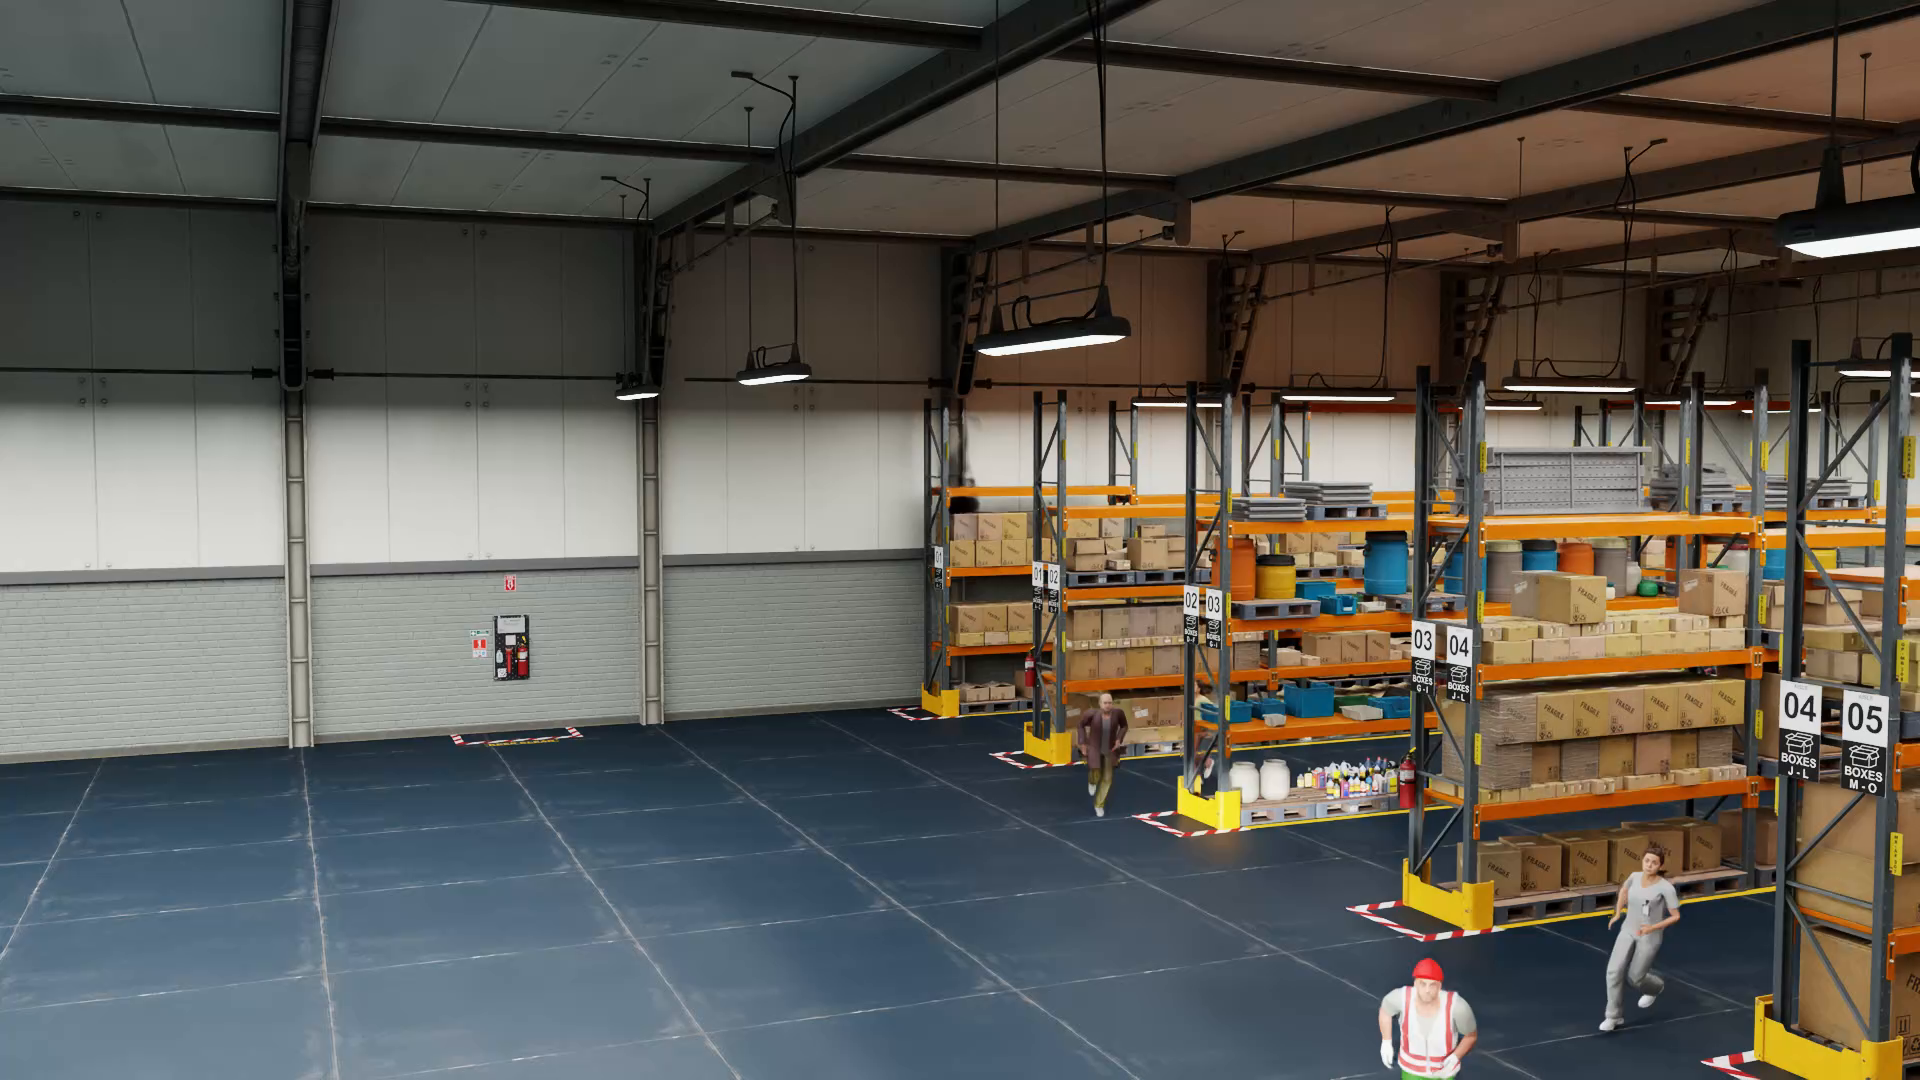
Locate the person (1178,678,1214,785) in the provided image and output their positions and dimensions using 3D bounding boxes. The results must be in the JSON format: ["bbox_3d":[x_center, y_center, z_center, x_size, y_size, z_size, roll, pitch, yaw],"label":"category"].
[{"bbox_3d":[3.536,2.887,24.968,0.553,1.629,0.580,-2,4,-34],"label":"person"}]

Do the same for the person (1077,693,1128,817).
[{"bbox_3d":[1.974,2.962,23.278,0.708,1.724,0.839,-1,3,-11],"label":"person"}]

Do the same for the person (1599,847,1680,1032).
[{"bbox_3d":[6.042,3.495,14.639,0.812,1.635,0.607,-3,4,-37],"label":"person"}]

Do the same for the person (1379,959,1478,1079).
[{"bbox_3d":[3.208,3.653,11.421,0.654,1.712,0.777,1,3,15],"label":"person"}]
